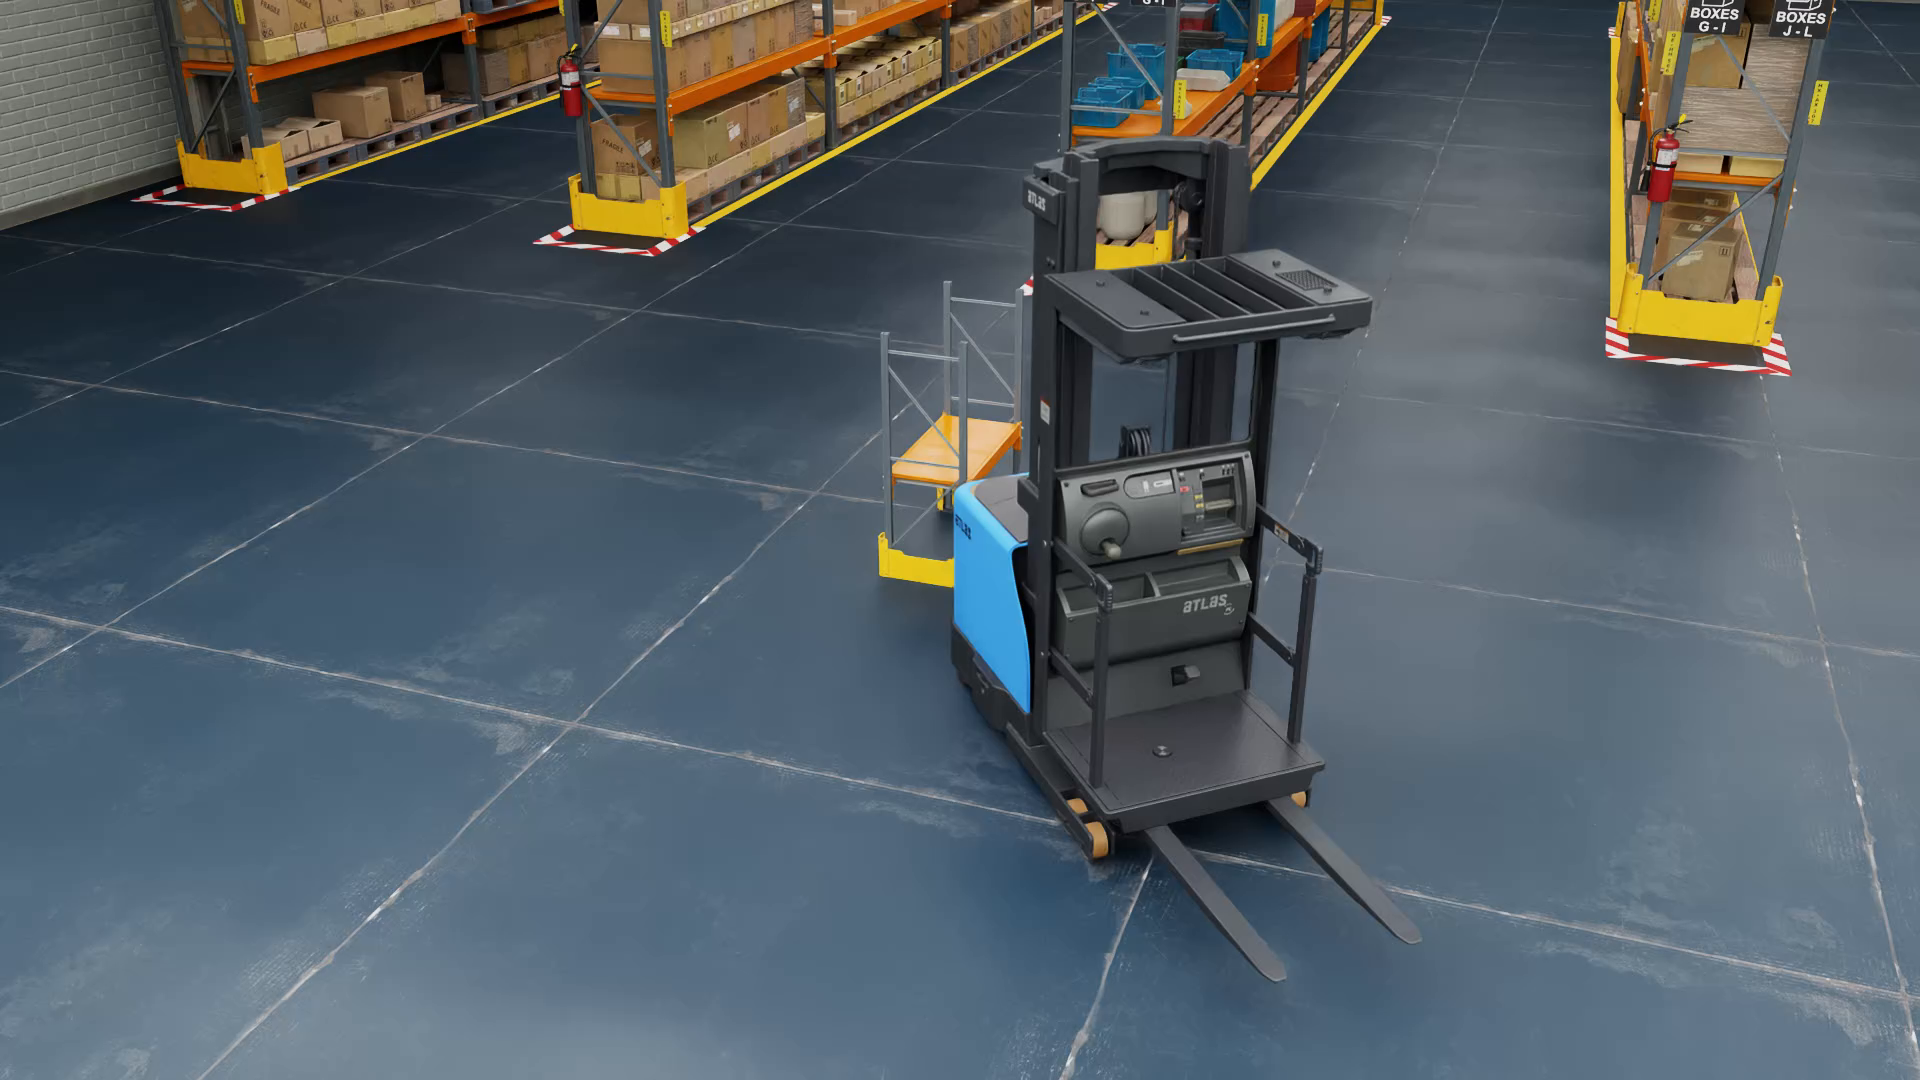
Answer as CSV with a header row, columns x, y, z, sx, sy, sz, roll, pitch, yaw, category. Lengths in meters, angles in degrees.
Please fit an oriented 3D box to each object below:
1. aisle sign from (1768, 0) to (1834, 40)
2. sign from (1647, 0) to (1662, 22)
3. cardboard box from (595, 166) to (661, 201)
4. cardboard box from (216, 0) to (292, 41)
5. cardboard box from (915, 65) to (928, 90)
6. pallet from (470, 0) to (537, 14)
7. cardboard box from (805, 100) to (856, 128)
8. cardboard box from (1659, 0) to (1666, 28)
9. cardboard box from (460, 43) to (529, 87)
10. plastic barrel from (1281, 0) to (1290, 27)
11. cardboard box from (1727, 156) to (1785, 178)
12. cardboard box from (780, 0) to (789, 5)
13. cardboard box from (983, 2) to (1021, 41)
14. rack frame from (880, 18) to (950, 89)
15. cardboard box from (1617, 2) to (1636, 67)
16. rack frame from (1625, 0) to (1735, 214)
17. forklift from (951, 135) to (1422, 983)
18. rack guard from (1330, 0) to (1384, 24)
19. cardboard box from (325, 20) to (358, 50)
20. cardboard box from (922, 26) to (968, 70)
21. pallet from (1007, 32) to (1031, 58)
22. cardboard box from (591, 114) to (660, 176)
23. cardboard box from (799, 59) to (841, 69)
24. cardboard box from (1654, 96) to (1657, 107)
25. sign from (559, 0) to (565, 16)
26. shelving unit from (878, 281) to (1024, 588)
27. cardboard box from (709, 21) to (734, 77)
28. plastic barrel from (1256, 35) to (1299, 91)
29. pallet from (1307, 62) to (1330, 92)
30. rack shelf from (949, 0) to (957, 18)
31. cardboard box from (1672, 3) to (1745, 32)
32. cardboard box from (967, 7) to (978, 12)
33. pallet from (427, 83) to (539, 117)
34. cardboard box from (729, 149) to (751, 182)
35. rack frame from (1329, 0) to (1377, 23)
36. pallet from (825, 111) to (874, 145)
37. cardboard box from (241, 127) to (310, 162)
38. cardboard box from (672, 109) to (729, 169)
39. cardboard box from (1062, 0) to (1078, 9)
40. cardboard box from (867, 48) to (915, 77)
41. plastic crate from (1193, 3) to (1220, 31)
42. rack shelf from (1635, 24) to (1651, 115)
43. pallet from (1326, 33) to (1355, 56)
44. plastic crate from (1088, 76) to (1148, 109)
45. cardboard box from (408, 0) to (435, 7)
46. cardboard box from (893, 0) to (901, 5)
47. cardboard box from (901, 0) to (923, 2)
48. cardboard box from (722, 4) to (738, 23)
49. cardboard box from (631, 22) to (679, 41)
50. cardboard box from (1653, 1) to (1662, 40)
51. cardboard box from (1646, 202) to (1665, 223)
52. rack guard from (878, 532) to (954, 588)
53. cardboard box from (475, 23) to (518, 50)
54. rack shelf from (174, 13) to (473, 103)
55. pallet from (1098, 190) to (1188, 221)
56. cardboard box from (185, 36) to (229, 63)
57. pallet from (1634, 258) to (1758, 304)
x,y,z,sx,sy,sz,roll,pitch,yaw,category
6.309,-4.137,12.370,0.394,0.787,0.004,9,27,17,aisle sign
6.854,-5.280,16.385,0.100,0.325,0.005,9,27,17,sign
-3.394,-3.689,17.101,0.500,0.250,0.500,9,27,17,cardboard box
-7.524,-5.623,17.710,0.500,0.500,0.500,9,27,18,cardboard box
-0.744,-6.250,22.389,0.500,0.250,0.500,8,27,17,cardboard box
-6.243,-7.042,21.572,1.003,0.211,1.213,9,27,17,pallet
-1.594,-5.200,20.220,0.500,0.250,0.500,8,27,16,cardboard box
6.989,-5.161,15.864,0.500,0.500,0.500,9,27,17,cardboard box
-6.281,-6.433,22.457,0.700,0.500,0.500,8,27,16,cardboard box
3.758,-6.466,20.034,0.421,0.512,0.421,0,26,0,plastic barrel
6.367,-3.006,13.304,0.380,0.149,0.250,9,27,17,cardboard box
-2.106,-5.995,18.331,0.380,0.149,0.250,9,27,17,cardboard box
0.634,-8.033,25.762,0.500,0.500,0.500,9,27,18,cardboard box
-0.631,-7.762,22.839,1.000,3.000,0.127,9,27,17,rack frame
9.846,-6.935,23.087,1.225,0.875,0.875,9,27,18,cardboard box
7.378,-4.680,16.474,1.000,3.000,0.127,9,27,17,rack frame
0.955,-0.116,7.125,1.130,2.935,3.031,-10,27,-19,forklift
6.697,-9.216,28.712,1.175,0.500,0.348,9,27,17,rack guard
-7.170,-5.711,18.753,0.500,0.250,0.500,8,27,17,cardboard box
-0.210,-6.981,23.589,0.500,0.500,0.500,10,28,20,cardboard box
0.465,-7.811,26.140,1.003,0.211,1.213,9,27,17,pallet
-3.396,-4.027,16.938,0.500,0.500,0.500,9,27,17,cardboard box
-1.762,-5.950,21.126,0.500,0.311,0.500,9,27,17,cardboard box
6.630,-4.005,15.368,0.380,0.149,0.250,9,27,17,cardboard box
-3.800,-5.187,15.920,0.100,0.325,0.005,9,27,17,sign
-0.025,-0.644,9.858,0.587,1.500,1.083,9,27,17,shelving unit
-2.785,-5.129,17.287,0.700,0.500,0.500,9,27,18,cardboard box
4.185,-6.458,22.154,0.600,0.830,0.708,9,27,17,plastic barrel
4.669,-6.617,23.674,1.003,0.211,1.213,9,27,17,pallet
0.034,-8.260,24.694,1.077,0.370,4.000,9,27,17,rack shelf
6.158,-4.133,13.742,0.500,0.500,0.500,9,27,17,cardboard box
-0.031,-7.890,25.468,0.500,0.500,0.500,9,27,18,cardboard box
-6.377,-5.900,22.194,1.003,0.211,1.213,9,27,17,pallet
-2.575,-4.025,17.795,0.500,0.250,0.500,9,27,17,cardboard box
6.701,-10.330,28.143,1.000,3.000,0.127,9,27,17,rack frame
-1.754,-5.172,20.689,1.003,0.211,1.213,9,27,17,pallet
-7.651,-4.450,18.580,0.500,0.311,0.500,6,26,12,cardboard box
-2.741,-4.157,17.207,0.500,0.500,0.500,9,27,17,cardboard box
1.738,-9.365,28.800,0.500,0.250,0.500,9,27,17,cardboard box
-0.911,-6.293,21.836,0.500,0.311,0.500,9,27,17,cardboard box
2.781,-5.890,18.991,0.392,0.384,0.575,9,27,17,plastic crate
8.044,-5.178,18.328,1.077,0.370,4.000,9,27,17,rack shelf
5.578,-7.739,25.991,1.003,0.211,1.213,9,27,17,pallet
1.482,-4.203,15.659,0.499,0.251,0.408,9,27,17,plastic crate
-6.661,-6.669,19.871,0.500,0.500,0.500,9,27,17,cardboard box
-1.002,-7.117,21.795,0.380,0.149,0.250,11,28,21,cardboard box
-0.670,-7.239,22.048,0.380,0.149,0.250,9,27,17,cardboard box
-2.533,-5.471,17.248,0.380,0.149,0.250,8,27,17,cardboard box
-2.960,-4.941,16.155,0.380,0.149,0.250,9,27,17,cardboard box
7.868,-5.641,17.859,0.797,0.503,0.637,12,28,23,cardboard box
7.024,-3.349,16.111,0.500,0.500,0.500,19,32,34,cardboard box
-0.191,0.123,9.708,0.587,0.250,0.087,9,27,17,rack guard
-6.262,-6.732,22.215,0.500,0.250,0.500,8,27,16,cardboard box
-7.300,-5.689,19.384,1.077,0.370,4.000,9,27,17,rack shelf
2.040,-3.370,16.969,1.003,0.211,1.213,9,27,17,pallet
-7.993,-5.353,18.013,0.500,0.250,0.500,9,27,18,cardboard box
6.376,-2.141,14.430,1.003,0.211,1.213,9,27,17,pallet
